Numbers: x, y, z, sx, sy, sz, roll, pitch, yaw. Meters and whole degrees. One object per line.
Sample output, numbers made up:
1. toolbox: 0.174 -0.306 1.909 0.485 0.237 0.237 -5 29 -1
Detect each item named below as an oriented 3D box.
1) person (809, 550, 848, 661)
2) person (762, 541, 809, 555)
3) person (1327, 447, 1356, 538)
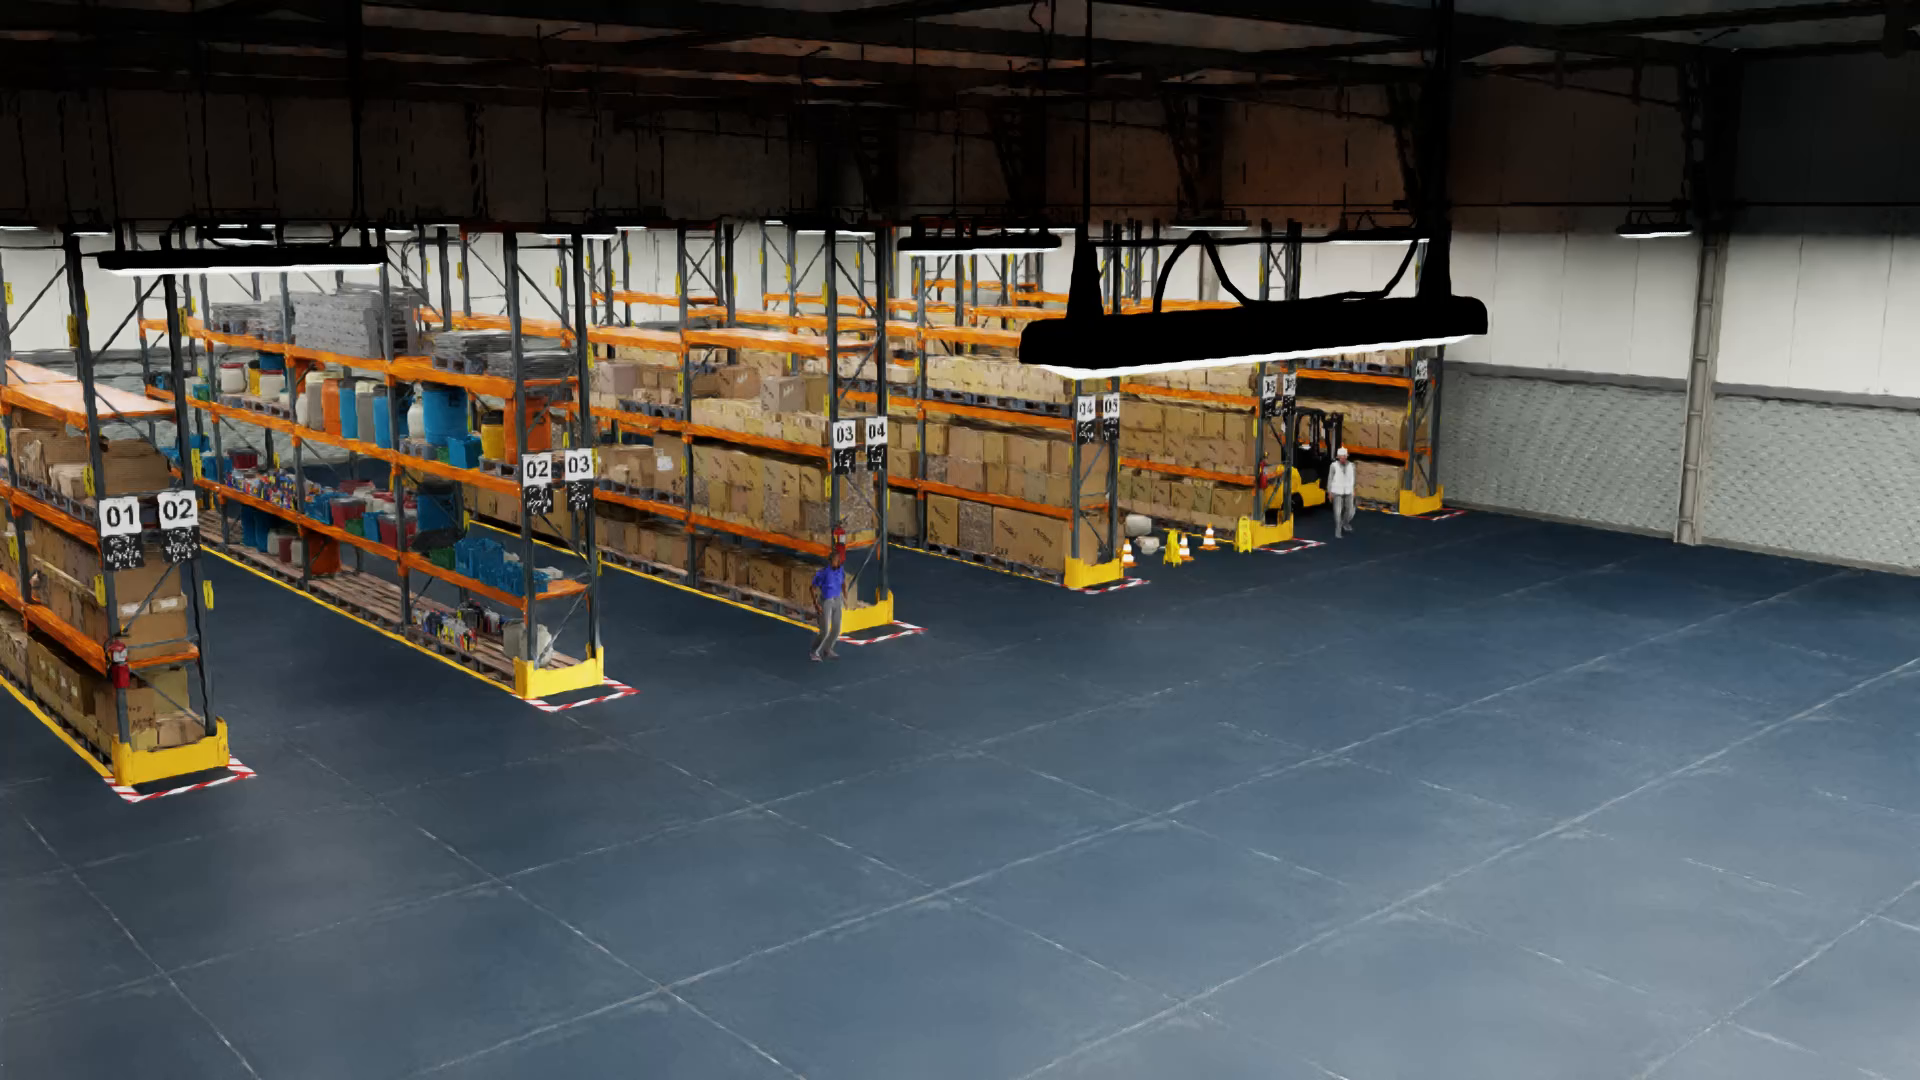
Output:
1. person: -1.846 0.914 23.367 0.592 1.590 0.518 -11 16 -43
2. person: -3.232 -0.530 30.362 1.018 1.604 0.446 9 15 39
3. person: 7.359 -0.937 32.063 0.588 1.768 0.559 -1 11 -3
